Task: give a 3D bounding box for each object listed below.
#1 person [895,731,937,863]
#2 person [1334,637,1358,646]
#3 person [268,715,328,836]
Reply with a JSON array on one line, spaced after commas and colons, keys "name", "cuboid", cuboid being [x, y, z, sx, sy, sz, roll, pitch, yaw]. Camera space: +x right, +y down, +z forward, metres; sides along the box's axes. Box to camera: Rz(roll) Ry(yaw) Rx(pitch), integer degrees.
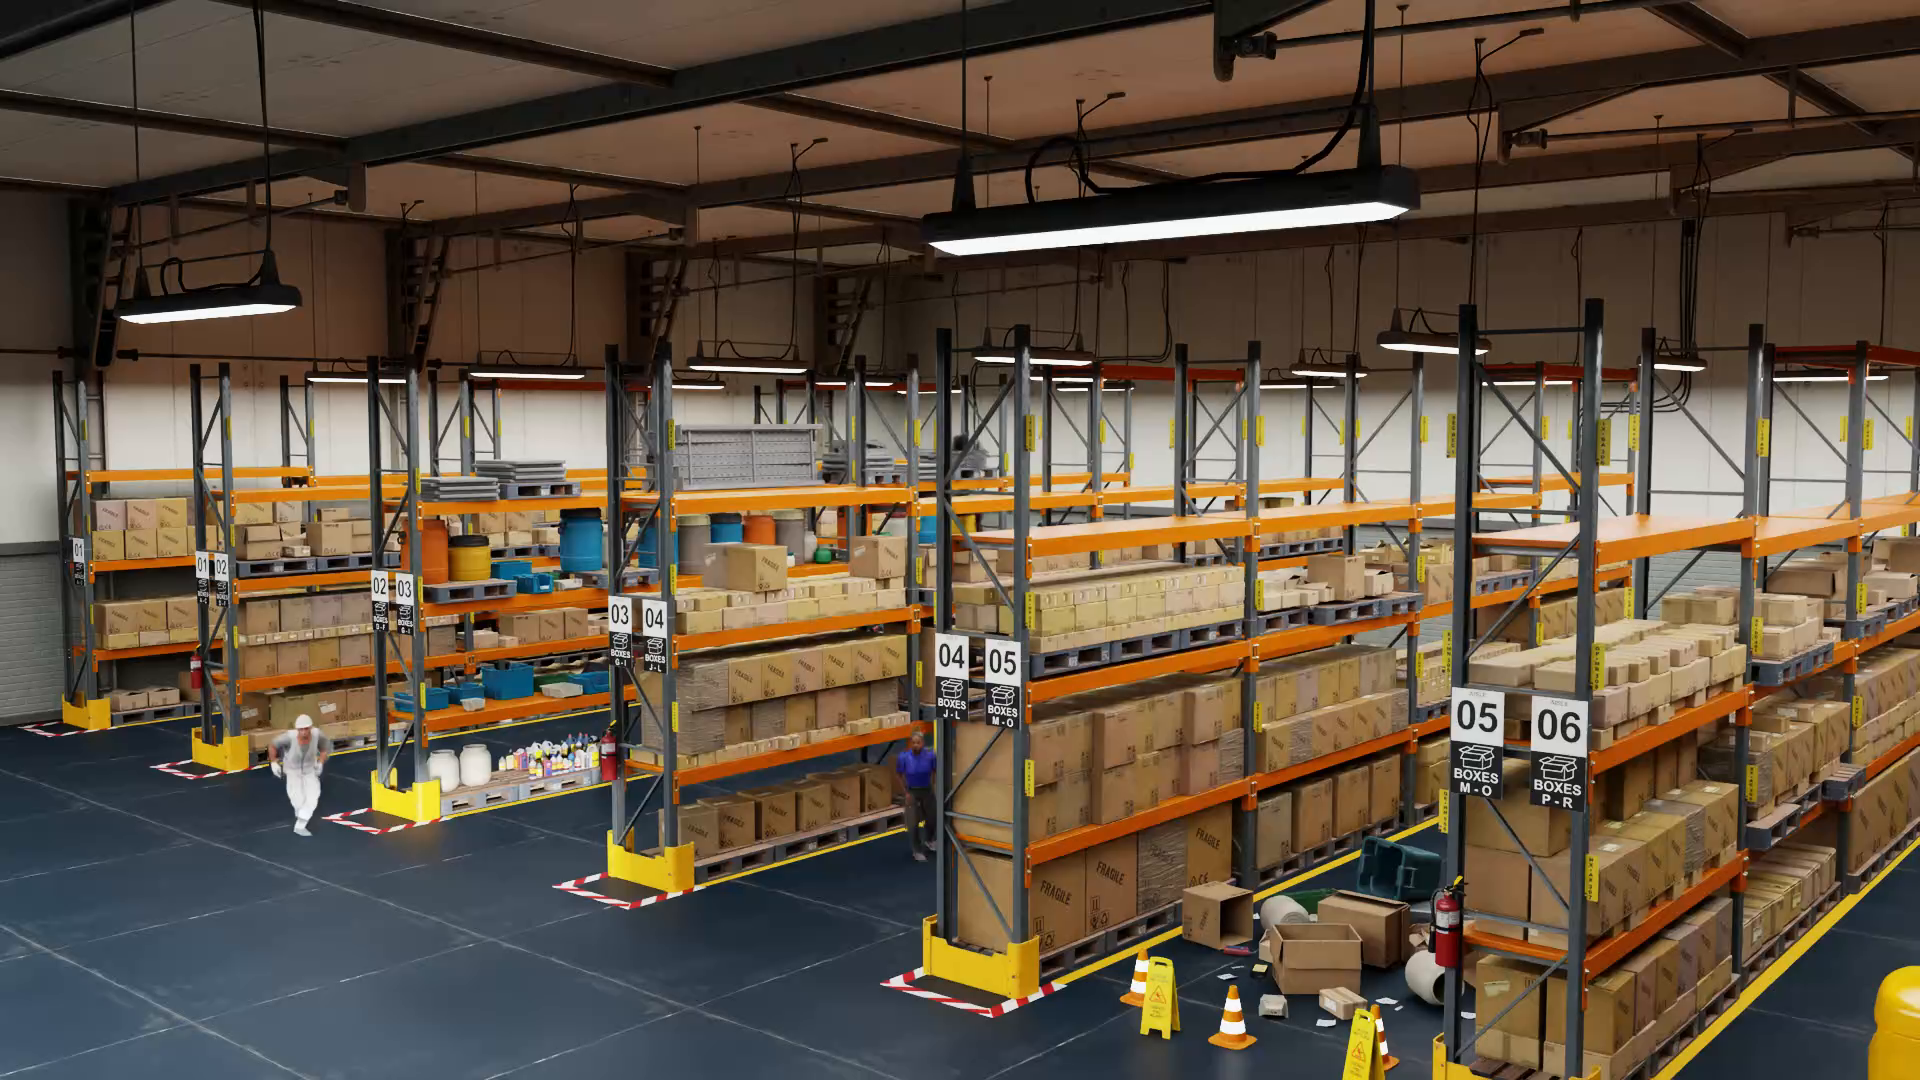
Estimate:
[{"name": "person", "cuboid": [-0.483, 2.979, 19.512, 0.575, 1.595, 0.747, -1, 4, -8]}, {"name": "person", "cuboid": [6.475, 2.325, 27.864, 0.591, 1.724, 0.839, 4, 5, 41]}, {"name": "person", "cuboid": [-8.183, 2.902, 20.573, 0.682, 1.578, 0.932, -2, 5, -31]}]
